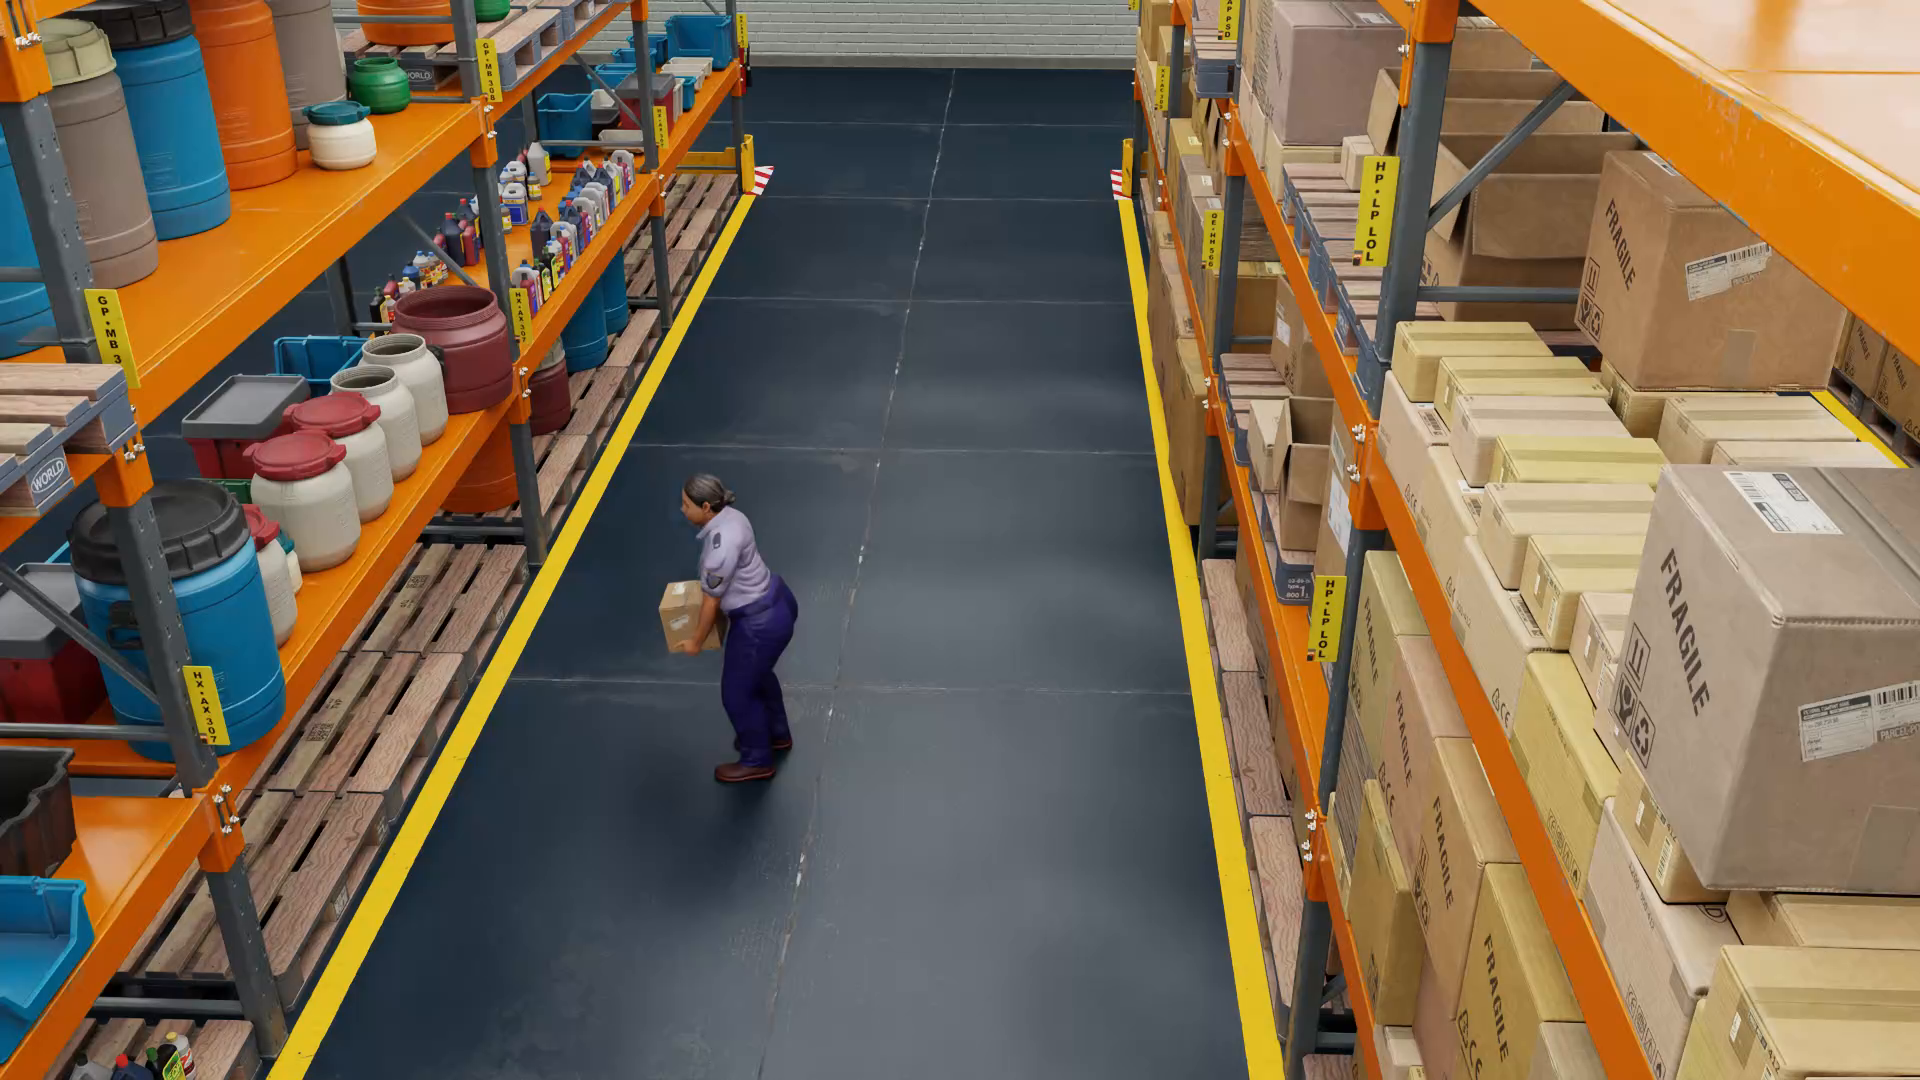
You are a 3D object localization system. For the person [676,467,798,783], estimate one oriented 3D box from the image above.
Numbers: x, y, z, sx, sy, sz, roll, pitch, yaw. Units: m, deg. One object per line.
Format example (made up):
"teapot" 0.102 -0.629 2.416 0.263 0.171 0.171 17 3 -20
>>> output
"person" -1.059 0.394 7.925 0.550 1.635 0.435 0 28 1
